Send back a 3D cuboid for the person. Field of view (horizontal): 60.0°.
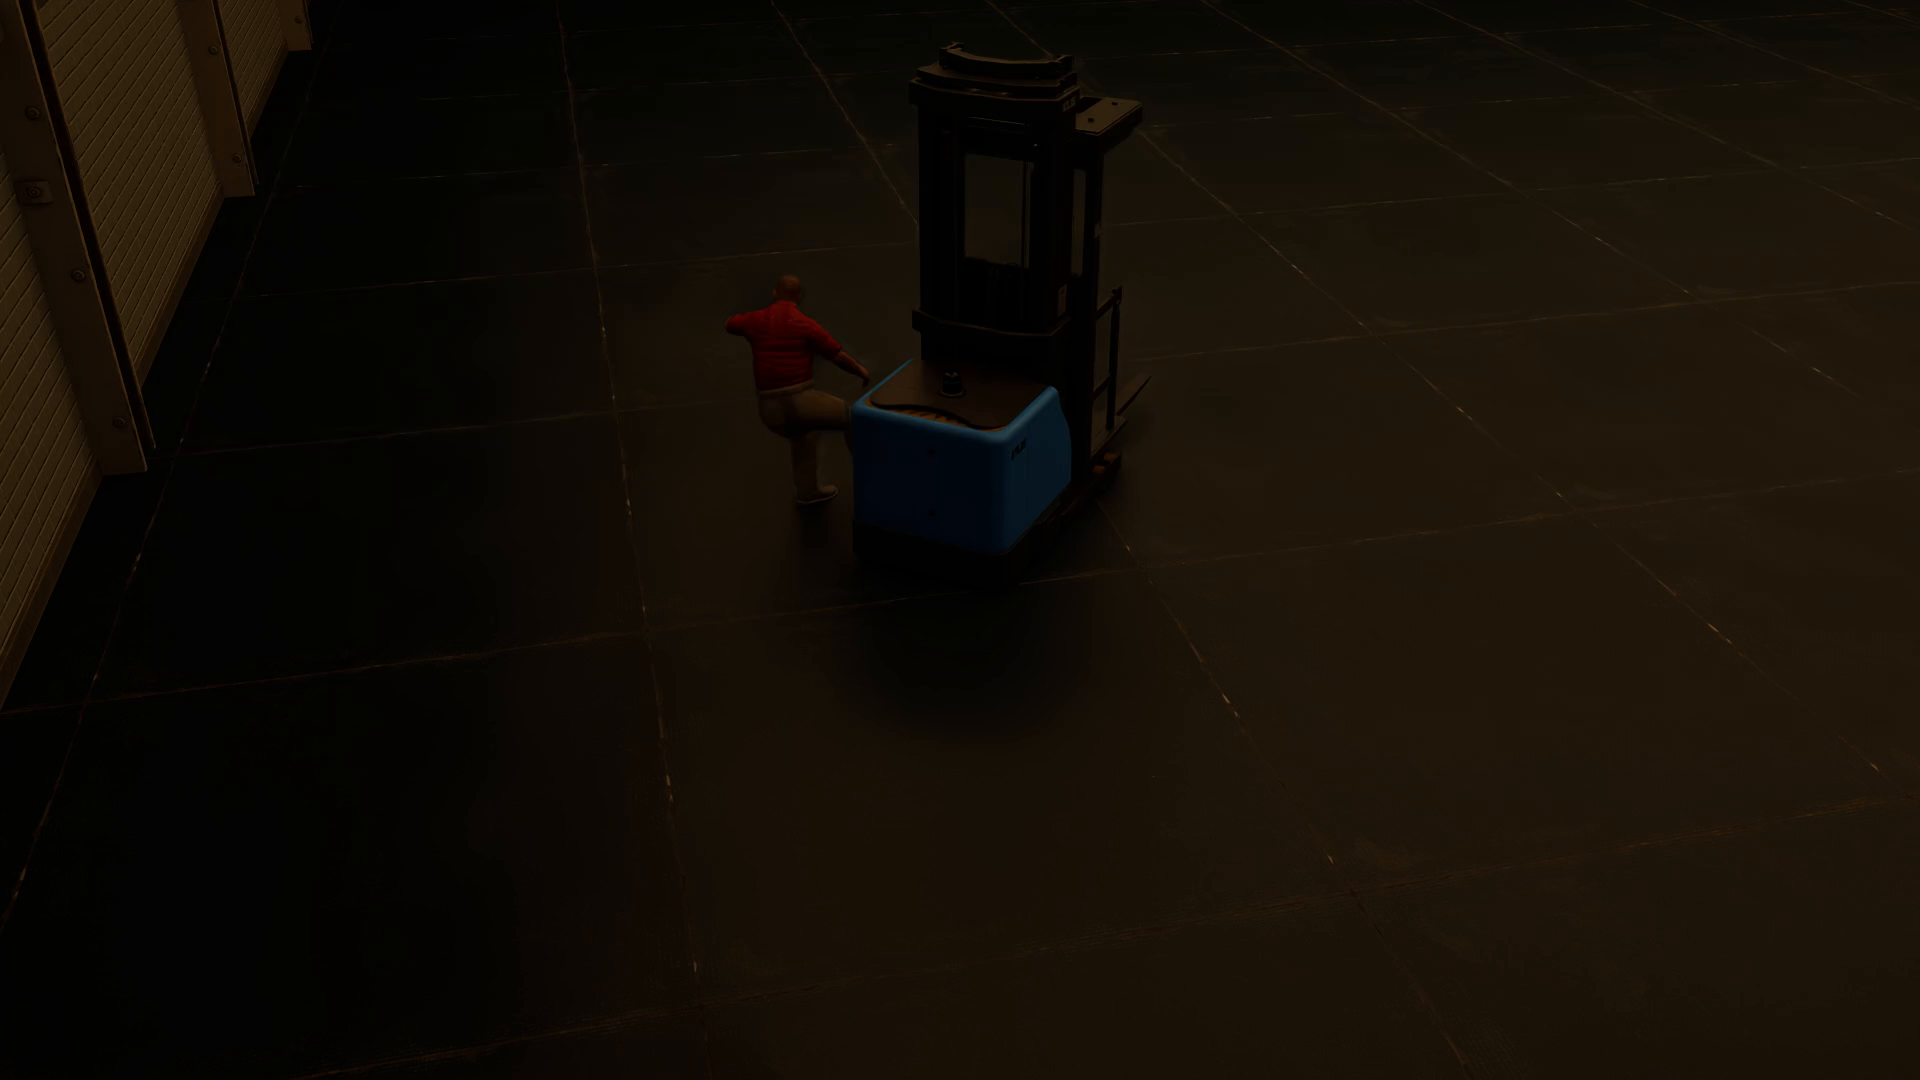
[{"bbox_3d":[-0.887,-1.000,10.768,1.293,1.480,0.915,6,31,10],"label":"person"}]

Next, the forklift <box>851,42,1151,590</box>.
[{"bbox_3d":[0.439,-1.687,10.489,1.130,2.935,3.031,14,33,22],"label":"forklift"}]
